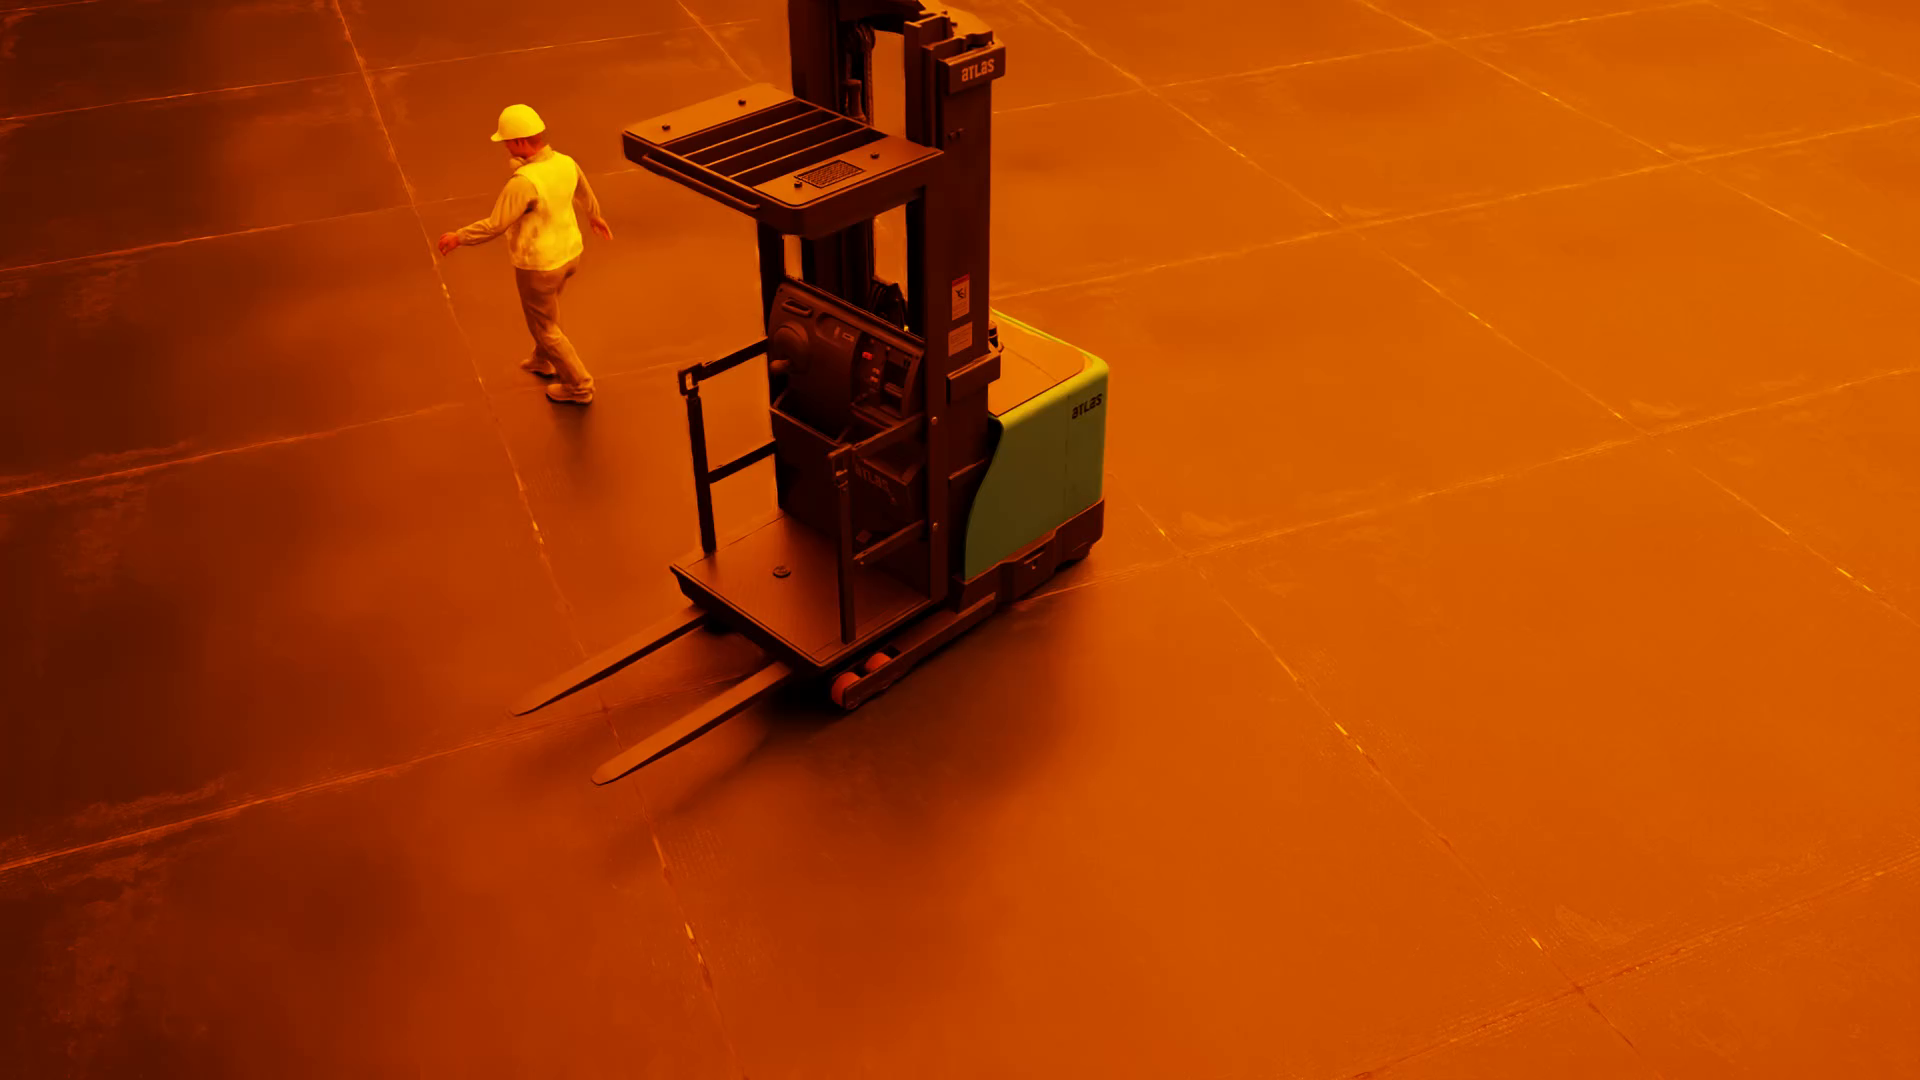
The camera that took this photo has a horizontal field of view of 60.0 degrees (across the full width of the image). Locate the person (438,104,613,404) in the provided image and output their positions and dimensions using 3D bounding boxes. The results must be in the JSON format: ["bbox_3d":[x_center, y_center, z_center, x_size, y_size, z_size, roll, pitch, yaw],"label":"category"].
[{"bbox_3d":[-2.416,-1.638,9.456,0.695,1.774,0.974,15,38,20],"label":"person"}]

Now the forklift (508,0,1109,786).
[{"bbox_3d":[-0.659,-0.764,7.174,1.130,2.935,3.031,30,45,35],"label":"forklift"}]
